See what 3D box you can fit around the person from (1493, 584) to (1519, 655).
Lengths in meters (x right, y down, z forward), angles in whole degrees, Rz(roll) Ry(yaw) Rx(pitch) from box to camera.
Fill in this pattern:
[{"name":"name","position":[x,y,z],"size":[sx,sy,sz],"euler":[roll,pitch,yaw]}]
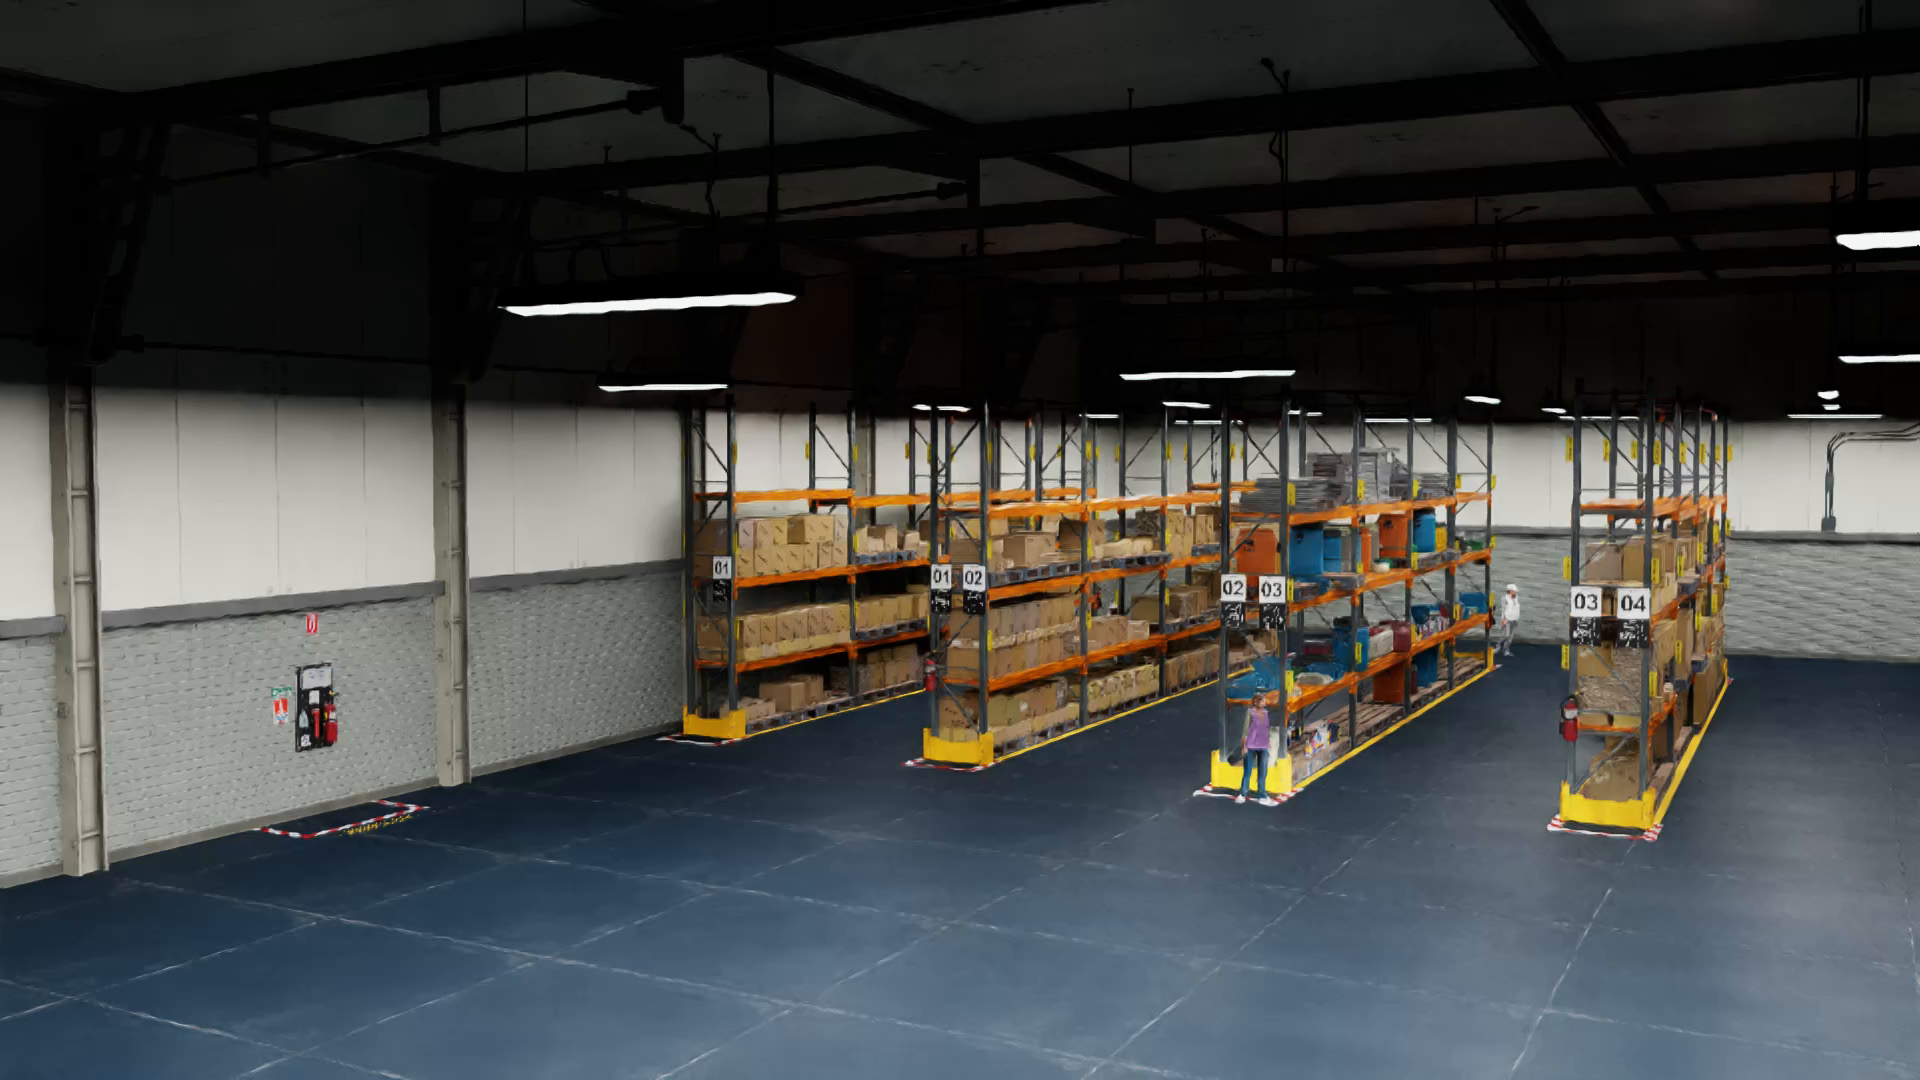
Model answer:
[{"name":"person","position":[13.466,1.954,40.965],"size":[0.693,1.763,0.468],"euler":[-2,3,-28]}]

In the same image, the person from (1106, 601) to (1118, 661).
[{"name":"person","position":[3.431,2.199,37.006],"size":[0.577,1.691,1.121],"euler":[2,3,30]}]

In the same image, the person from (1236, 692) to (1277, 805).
[{"name":"person","position":[4.192,2.963,23.656],"size":[0.544,1.602,0.407],"euler":[-1,3,-21]}]
